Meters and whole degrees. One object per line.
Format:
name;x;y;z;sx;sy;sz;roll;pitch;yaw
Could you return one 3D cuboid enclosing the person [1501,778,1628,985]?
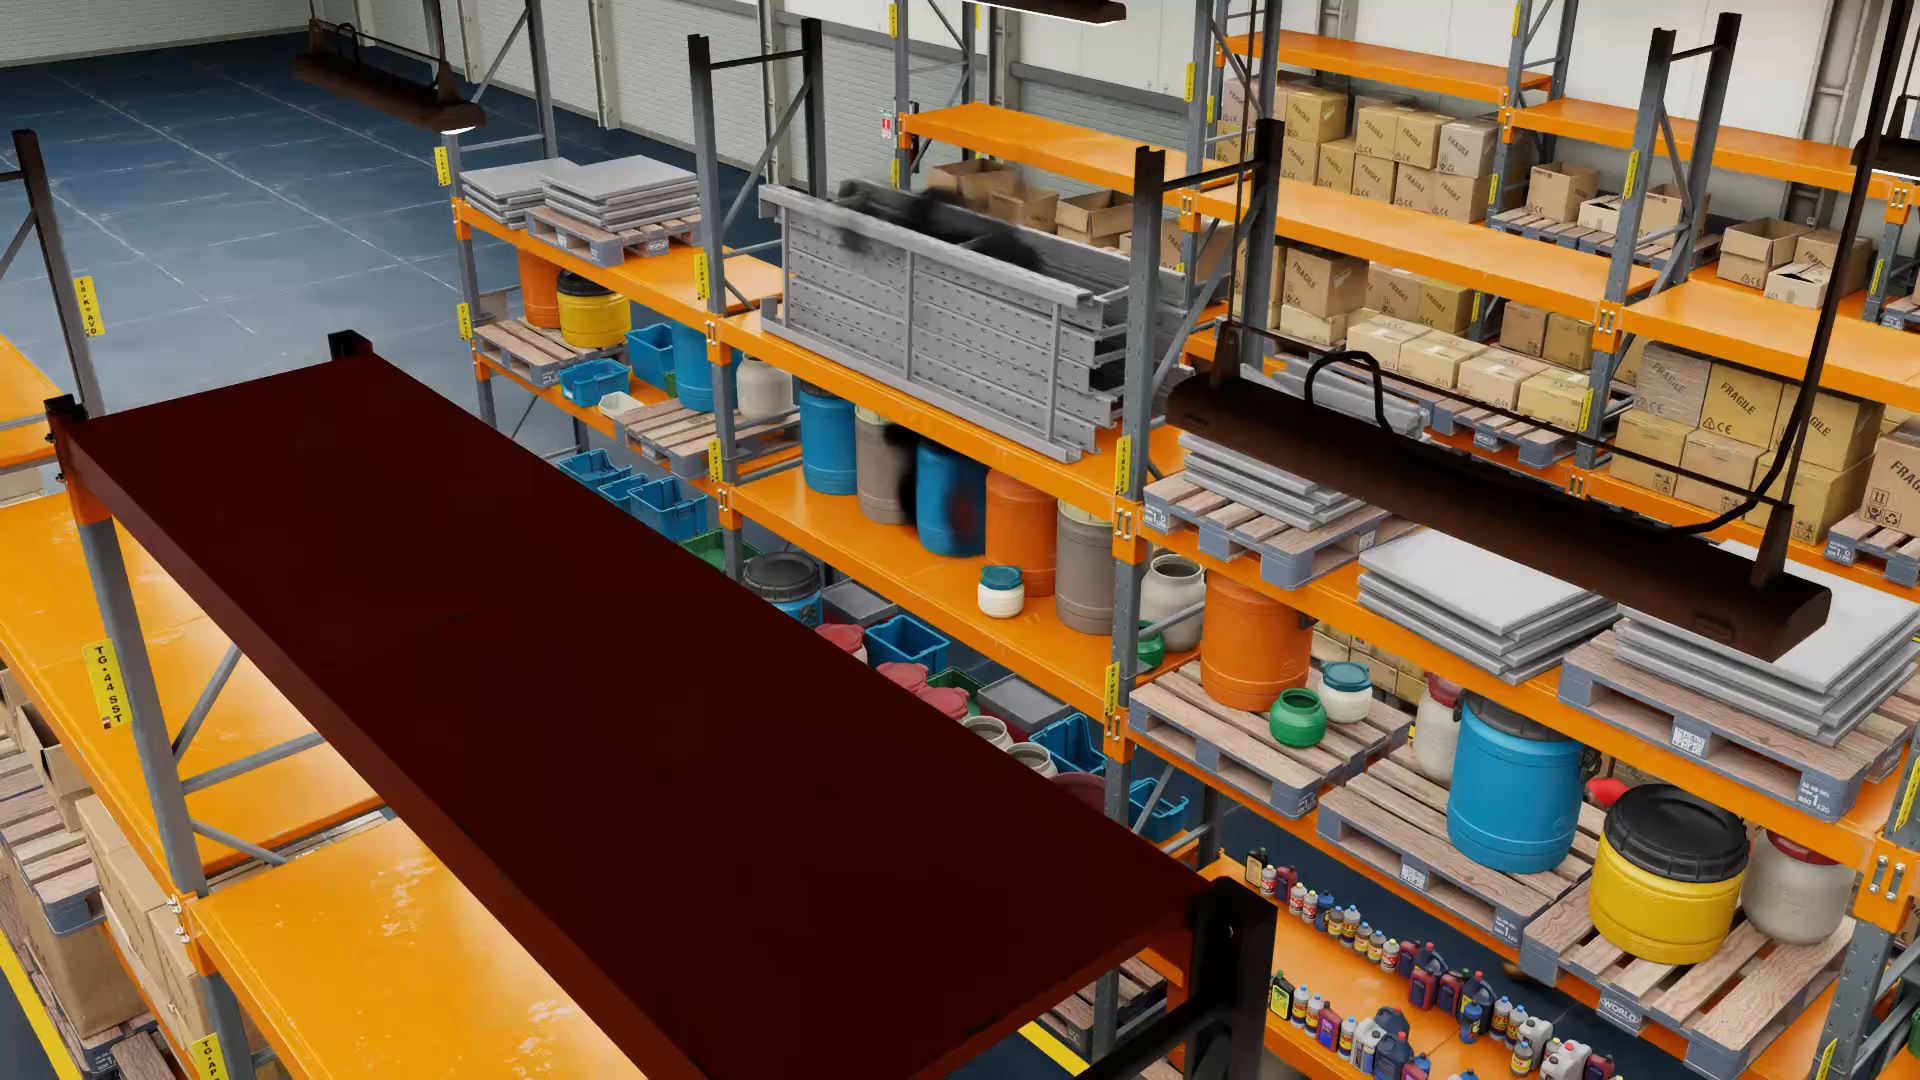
person;4.185;2.339;11.014;0.956;1.789;0.656;19;33;33
